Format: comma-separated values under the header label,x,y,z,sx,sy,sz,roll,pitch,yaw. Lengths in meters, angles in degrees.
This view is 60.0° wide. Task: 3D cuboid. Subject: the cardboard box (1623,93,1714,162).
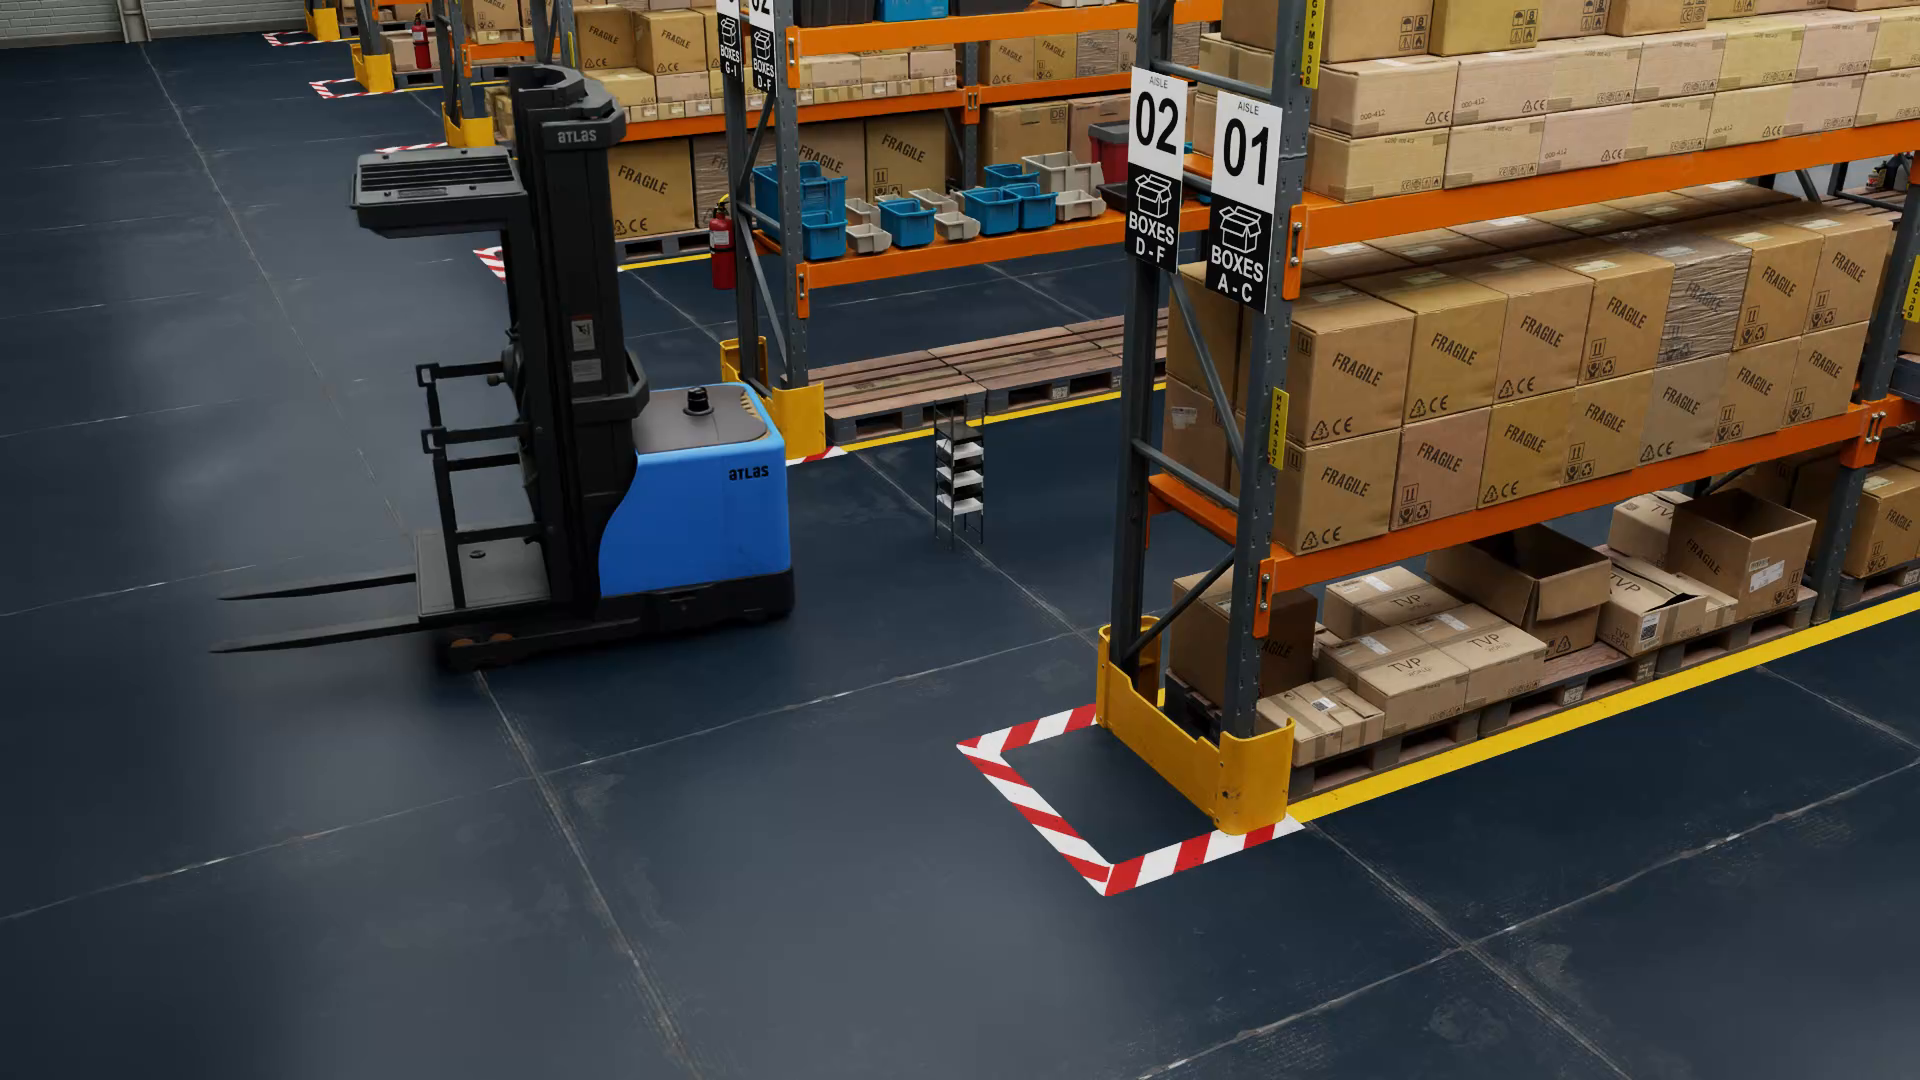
label,x,y,z,sx,sy,sz,roll,pitch,yaw
cardboard box,2.913,-1.858,7.303,0.500,0.250,0.500,-13,29,-25

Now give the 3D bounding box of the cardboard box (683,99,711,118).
label,x,y,z,sx,sy,sz,roll,pitch,yaw
cardboard box,-2.495,-4.038,15.426,0.250,0.149,0.380,-13,29,-26

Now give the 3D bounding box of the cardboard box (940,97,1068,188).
label,x,y,z,sx,sy,sz,roll,pitch,yaw
cardboard box,0.441,-4.230,17.506,0.875,0.875,1.225,-13,29,-25

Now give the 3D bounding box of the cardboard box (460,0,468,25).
label,x,y,z,sx,sy,sz,roll,pitch,yaw
cardboard box,-5.613,-6.330,19.450,0.500,0.500,0.500,-12,28,-24

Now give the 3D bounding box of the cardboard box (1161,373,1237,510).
label,x,y,z,sx,sy,sz,roll,pitch,yaw
cardboard box,1.281,-0.502,7.656,0.500,0.500,0.500,-12,28,-24

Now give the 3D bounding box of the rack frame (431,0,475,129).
label,x,y,z,sx,sy,sz,roll,pitch,yaw
rack frame,-5.889,-5.961,19.141,0.127,3.000,1.000,-13,29,-25

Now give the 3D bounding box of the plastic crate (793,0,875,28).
label,x,y,z,sx,sy,sz,roll,pitch,yaw
plastic crate,-0.843,-3.420,10.534,0.590,0.269,0.497,-13,29,-25

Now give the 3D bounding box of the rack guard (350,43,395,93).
label,x,y,z,sx,sy,sz,roll,pitch,yaw
rack guard,-8.329,-6.699,23.567,0.348,0.500,1.175,-13,29,-25

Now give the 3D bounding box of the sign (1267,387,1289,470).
label,x,y,z,sx,sy,sz,roll,pitch,yaw
sign,1.270,-0.445,6.653,0.005,0.325,0.100,-13,29,-25

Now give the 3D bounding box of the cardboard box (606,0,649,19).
label,x,y,z,sx,sy,sz,roll,pitch,yaw
cardboard box,-4.017,-6.446,19.692,0.500,0.500,0.500,-14,29,-26

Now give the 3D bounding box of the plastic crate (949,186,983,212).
label,x,y,z,sx,sy,sz,roll,pitch,yaw
plastic crate,0.070,-2.485,12.137,0.250,0.136,0.298,-13,29,-25

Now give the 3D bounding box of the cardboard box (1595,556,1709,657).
label,x,y,z,sx,sy,sz,roll,pitch,yaw
cardboard box,3.513,0.314,8.670,0.500,0.311,0.500,-13,29,-25

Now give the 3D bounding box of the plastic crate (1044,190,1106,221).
label,x,y,z,sx,sy,sz,roll,pitch,yaw
plastic crate,0.821,-2.408,11.976,0.466,0.136,0.293,-13,29,-25

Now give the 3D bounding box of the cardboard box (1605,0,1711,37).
label,x,y,z,sx,sy,sz,roll,pitch,yaw
cardboard box,2.817,-2.500,7.195,0.500,0.500,0.700,-13,29,-25

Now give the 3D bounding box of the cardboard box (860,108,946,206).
label,x,y,z,sx,sy,sz,roll,pitch,yaw
cardboard box,-0.735,-3.989,17.002,0.875,0.875,0.875,-13,29,-25

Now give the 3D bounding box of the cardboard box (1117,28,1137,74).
label,x,y,z,sx,sy,sz,roll,pitch,yaw
cardboard box,1.747,-5.216,17.474,0.500,0.500,0.500,-12,28,-24

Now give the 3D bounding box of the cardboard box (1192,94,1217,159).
label,x,y,z,sx,sy,sz,roll,pitch,yaw
cardboard box,1.343,-1.752,7.082,0.500,0.250,0.500,-13,29,-25

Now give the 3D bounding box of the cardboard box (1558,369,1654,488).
label,x,y,z,sx,sy,sz,roll,pitch,yaw
cardboard box,2.869,-0.606,7.873,0.500,0.500,0.500,-13,28,-24

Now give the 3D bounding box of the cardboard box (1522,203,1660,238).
label,x,y,z,sx,sy,sz,roll,pitch,yaw
cardboard box,3.087,-1.374,8.317,0.500,0.500,0.500,-14,29,-27

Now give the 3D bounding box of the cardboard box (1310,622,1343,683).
label,x,y,z,sx,sy,sz,roll,pitch,yaw
cardboard box,1.778,0.564,8.316,0.250,0.166,0.380,-13,29,-25

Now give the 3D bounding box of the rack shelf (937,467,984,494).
label,x,y,z,sx,sy,sz,roll,pitch,yaw
rack shelf,-0.007,-0.374,10.007,0.200,0.077,0.258,-13,29,-25

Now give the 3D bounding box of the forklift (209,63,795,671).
label,x,y,z,sx,sy,sz,roll,pitch,yaw
forklift,-2.496,-0.888,8.655,3.031,2.935,1.130,-8,27,-16

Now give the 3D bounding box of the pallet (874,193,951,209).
label,x,y,z,sx,sy,sz,roll,pitch,yaw
pallet,-0.822,-3.479,17.193,1.213,0.211,1.003,-13,29,-25

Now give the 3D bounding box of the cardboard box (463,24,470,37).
label,x,y,z,sx,sy,sz,roll,pitch,yaw
cardboard box,-5.734,-6.022,19.559,0.250,0.149,0.380,-13,29,-25

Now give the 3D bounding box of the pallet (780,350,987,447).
label,x,y,z,sx,sy,sz,roll,pitch,yaw
pallet,-0.568,-1.051,12.136,1.213,0.211,1.003,-13,29,-25

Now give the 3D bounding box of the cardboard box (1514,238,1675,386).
label,x,y,z,sx,sy,sz,roll,pitch,yaw
cardboard box,2.879,-1.061,7.664,0.500,0.500,0.500,-13,29,-26

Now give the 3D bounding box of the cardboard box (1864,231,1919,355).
label,x,y,z,sx,sy,sz,roll,pitch,yaw
cardboard box,5.067,-1.322,8.879,0.700,0.500,0.500,22,33,37

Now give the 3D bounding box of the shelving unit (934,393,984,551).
label,x,y,z,sx,sy,sz,roll,pitch,yaw
shelving unit,-0.007,-0.404,9.993,0.210,0.900,0.258,-13,29,-25

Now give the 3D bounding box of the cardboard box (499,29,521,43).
label,x,y,z,sx,sy,sz,roll,pitch,yaw
cardboard box,-5.244,-5.856,19.213,0.250,0.149,0.380,-12,28,-23

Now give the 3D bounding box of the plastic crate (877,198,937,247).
label,x,y,z,sx,sy,sz,roll,pitch,yaw
plastic crate,-0.360,-2.165,11.359,0.300,0.233,0.416,-13,29,-25

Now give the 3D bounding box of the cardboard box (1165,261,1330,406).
label,x,y,z,sx,sy,sz,roll,pitch,yaw
cardboard box,1.277,-0.954,7.441,0.500,0.500,0.500,-13,29,-26

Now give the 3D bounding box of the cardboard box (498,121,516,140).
label,x,y,z,sx,sy,sz,roll,pitch,yaw
cardboard box,-5.276,-4.850,19.635,0.250,0.149,0.380,-12,28,-24

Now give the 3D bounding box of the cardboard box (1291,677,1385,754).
label,x,y,z,sx,sy,sz,roll,pitch,yaw
cardboard box,1.766,0.812,7.800,0.250,0.166,0.380,-13,29,-25

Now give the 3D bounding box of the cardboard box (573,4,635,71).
label,x,y,z,sx,sy,sz,roll,pitch,yaw
cardboard box,-3.338,-4.650,15.374,0.500,0.500,0.500,-13,28,-24

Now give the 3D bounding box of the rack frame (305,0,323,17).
label,x,y,z,sx,sy,sz,roll,pitch,yaw
rack frame,-10.646,-9.726,26.982,0.127,3.000,1.000,-13,29,-25

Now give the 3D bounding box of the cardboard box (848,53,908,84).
label,x,y,z,sx,sy,sz,roll,pitch,yaw
cardboard box,-0.836,-4.631,16.200,0.500,0.250,0.500,-12,28,-24

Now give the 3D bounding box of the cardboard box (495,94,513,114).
label,x,y,z,sx,sy,sz,roll,pitch,yaw
cardboard box,-5.267,-5.110,19.491,0.250,0.149,0.380,-14,29,-27

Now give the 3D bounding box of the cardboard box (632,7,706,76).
label,x,y,z,sx,sy,sz,roll,pitch,yaw
cardboard box,-2.652,-4.547,15.160,0.500,0.500,0.500,-14,29,-26

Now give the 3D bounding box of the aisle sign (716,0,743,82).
label,x,y,z,sx,sy,sz,roll,pitch,yaw
aisle sign,-1.515,-3.424,10.853,0.004,0.787,0.394,-13,29,-25

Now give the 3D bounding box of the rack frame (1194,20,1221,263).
label,x,y,z,sx,sy,sz,roll,pitch,yaw
rack frame,2.216,-2.969,12.910,0.127,3.000,1.000,-13,29,-25

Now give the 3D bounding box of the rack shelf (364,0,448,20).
label,x,y,z,sx,sy,sz,roll,pitch,yaw
rack shelf,-6.543,-7.914,24.040,4.000,0.370,1.077,-13,29,-25

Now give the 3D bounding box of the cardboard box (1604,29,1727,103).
label,x,y,z,sx,sy,sz,roll,pitch,yaw
cardboard box,2.916,-2.081,7.190,0.500,0.250,0.500,-13,29,-25

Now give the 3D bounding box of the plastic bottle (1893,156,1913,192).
label,x,y,z,sx,sy,sz,roll,pitch,yaw
plastic bottle,9.775,-3.789,17.170,0.185,0.351,0.144,-13,29,-25

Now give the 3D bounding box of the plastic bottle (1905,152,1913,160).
label,x,y,z,sx,sy,sz,roll,pitch,yaw
plastic bottle,9.877,-3.883,17.366,0.185,0.351,0.144,-15,29,-28

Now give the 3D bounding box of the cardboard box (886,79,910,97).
label,x,y,z,sx,sy,sz,roll,pitch,yaw
cardboard box,-0.683,-4.456,16.296,0.250,0.149,0.380,-14,29,-26

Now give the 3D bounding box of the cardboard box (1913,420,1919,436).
label,x,y,z,sx,sy,sz,roll,pitch,yaw
cardboard box,5.967,-0.696,9.687,0.500,0.250,0.500,-13,29,-25

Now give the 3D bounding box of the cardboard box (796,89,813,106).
label,x,y,z,sx,sy,sz,roll,pitch,yaw
cardboard box,-1.588,-4.247,15.862,0.250,0.149,0.380,-13,28,-24

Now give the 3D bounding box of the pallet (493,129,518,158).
label,x,y,z,sx,sy,sz,roll,pitch,yaw
pallet,-5.088,-4.871,20.093,1.213,0.211,1.003,-13,29,-25

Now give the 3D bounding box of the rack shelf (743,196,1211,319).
label,x,y,z,sx,sy,sz,roll,pitch,yaw
rack shelf,0.451,-2.238,12.217,4.000,0.370,1.077,-13,29,-25

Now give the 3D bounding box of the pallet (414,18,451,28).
label,x,y,z,sx,sy,sz,roll,pitch,yaw
pallet,-8.801,-8.894,28.471,1.213,0.211,1.003,-13,29,-25

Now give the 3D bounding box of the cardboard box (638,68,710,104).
label,x,y,z,sx,sy,sz,roll,pitch,yaw
cardboard box,-2.638,-4.216,15.336,0.500,0.250,0.500,-13,29,-26

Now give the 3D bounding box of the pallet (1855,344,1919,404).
label,x,y,z,sx,sy,sz,roll,pitch,yaw
pallet,5.300,-1.111,9.262,1.213,0.211,1.003,-13,29,-25

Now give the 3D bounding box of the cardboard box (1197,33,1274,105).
label,x,y,z,sx,sy,sz,roll,pitch,yaw
cardboard box,1.347,-1.974,6.967,0.500,0.250,0.500,-13,29,-25

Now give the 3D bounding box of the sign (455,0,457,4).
label,x,y,z,sx,sy,sz,roll,pitch,yaw
sign,-5.633,-6.144,18.522,0.005,0.325,0.100,-13,29,-25

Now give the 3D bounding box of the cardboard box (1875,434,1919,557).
label,x,y,z,sx,sy,sz,roll,pitch,yaw
cardboard box,5.551,-0.267,9.661,0.500,0.500,0.500,-13,28,-24

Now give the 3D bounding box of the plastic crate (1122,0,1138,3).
label,x,y,z,sx,sy,sz,roll,pitch,yaw
plastic crate,1.273,-3.798,11.476,0.466,0.136,0.293,-13,29,-25

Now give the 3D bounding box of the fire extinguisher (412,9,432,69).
label,x,y,z,sx,sy,sz,roll,pitch,yaw
fire extinguisher,-6.328,-5.883,19.499,0.183,0.674,0.296,-13,29,-25

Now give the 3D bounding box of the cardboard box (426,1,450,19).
label,x,y,z,sx,sy,sz,roll,pitch,yaw
cardboard box,-8.776,-9.105,28.093,0.500,0.500,0.500,-12,28,-24

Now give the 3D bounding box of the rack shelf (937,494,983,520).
label,x,y,z,sx,sy,sz,roll,pitch,yaw
rack shelf,-0.007,-0.212,10.085,0.200,0.077,0.258,-13,29,-25
